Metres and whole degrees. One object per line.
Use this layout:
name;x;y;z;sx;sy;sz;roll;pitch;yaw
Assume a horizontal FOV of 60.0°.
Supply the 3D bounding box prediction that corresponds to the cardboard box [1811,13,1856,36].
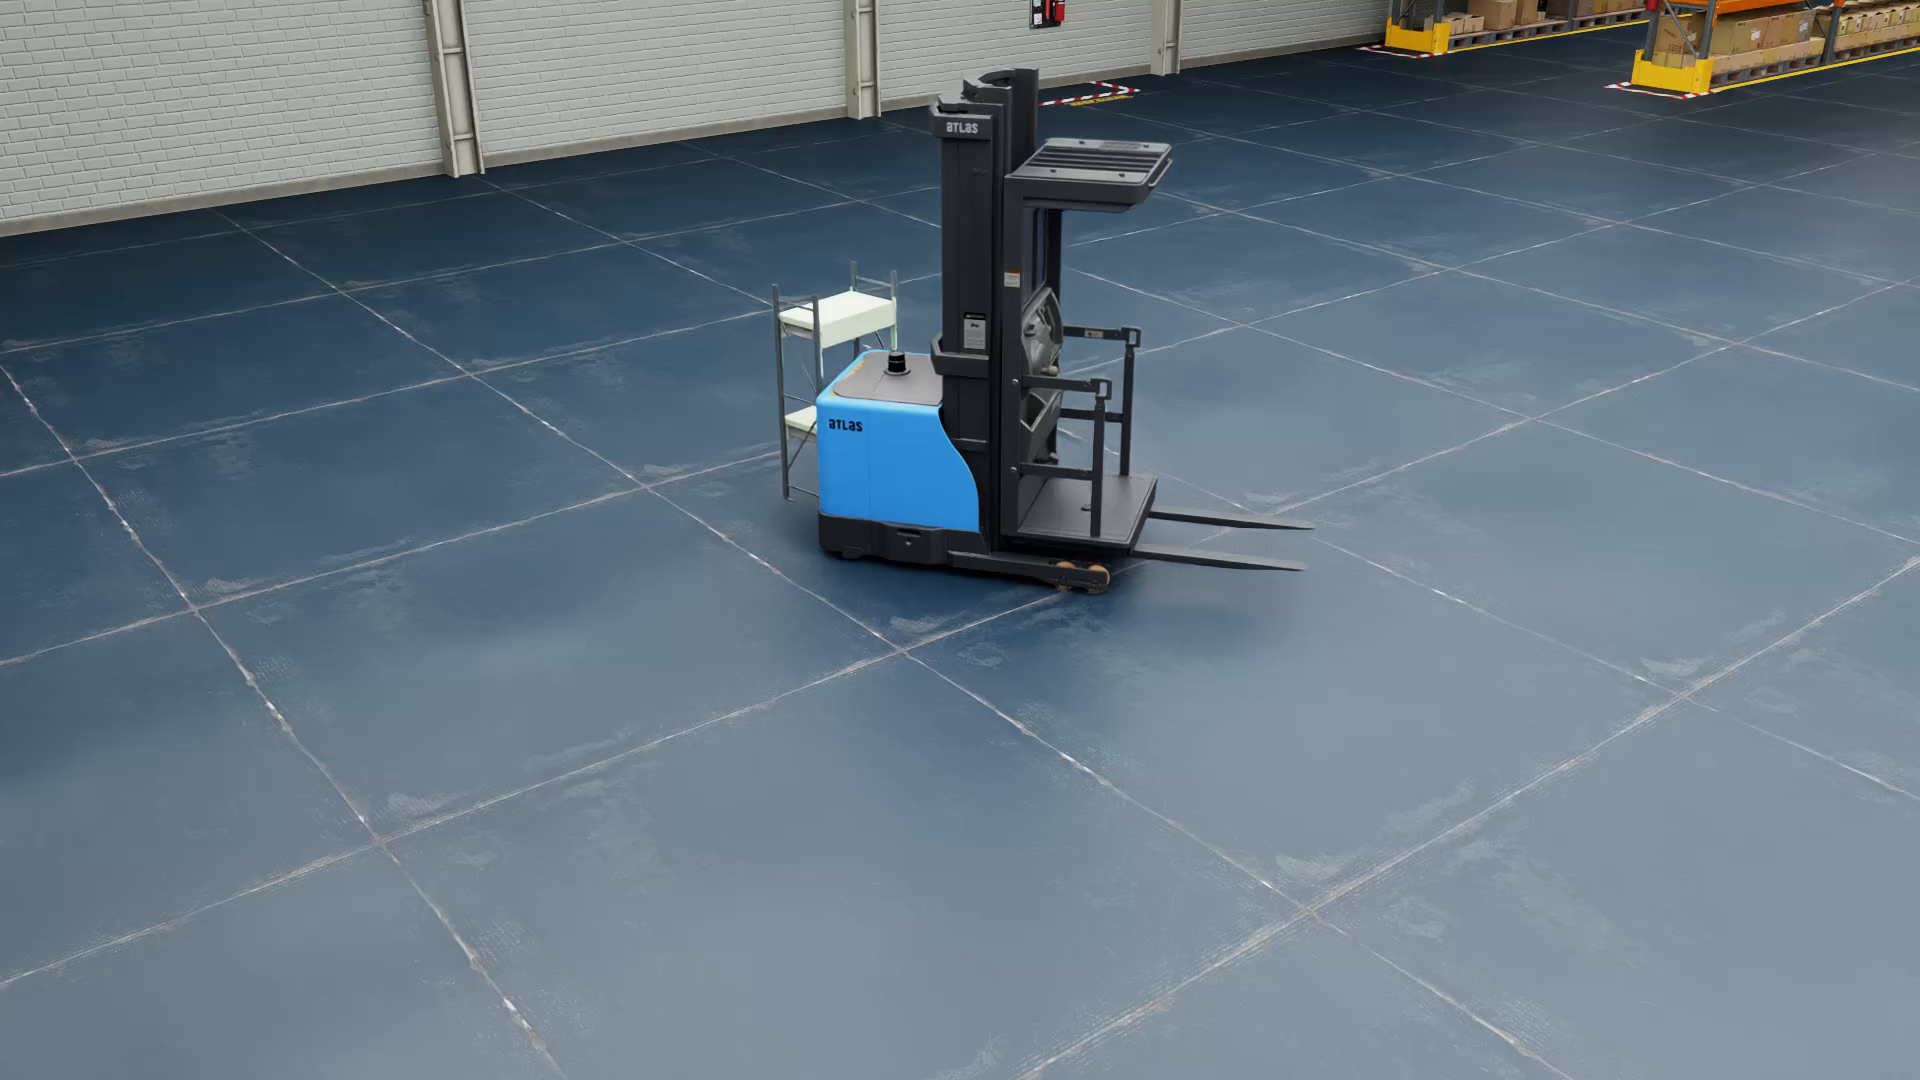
cardboard box;14.734;-8.708;28.052;0.500;0.311;0.500;-18;30;-34

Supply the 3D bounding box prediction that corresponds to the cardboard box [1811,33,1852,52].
cardboard box;14.725;-8.452;28.165;0.500;0.250;0.500;-19;31;-35

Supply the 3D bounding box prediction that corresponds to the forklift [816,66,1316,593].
forklift;0.682;-1.255;9.973;3.031;2.935;1.130;7;26;14

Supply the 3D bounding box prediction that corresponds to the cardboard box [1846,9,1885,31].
cardboard box;15.537;-8.971;28.619;0.500;0.311;0.500;-19;31;-36

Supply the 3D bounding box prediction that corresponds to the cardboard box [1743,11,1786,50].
cardboard box;12.848;-8.184;26.699;0.500;0.500;0.500;-18;31;-34

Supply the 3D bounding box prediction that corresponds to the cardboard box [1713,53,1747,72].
cardboard box;12.057;-7.587;26.301;0.500;0.250;0.500;-18;31;-34

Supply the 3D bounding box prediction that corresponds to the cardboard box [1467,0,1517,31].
cardboard box;9.704;-9.624;30.371;0.500;0.500;0.700;-21;32;-37

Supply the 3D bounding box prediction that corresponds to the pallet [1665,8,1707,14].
pallet;15.010;-11.080;34.373;1.213;0.211;1.003;-18;31;-34

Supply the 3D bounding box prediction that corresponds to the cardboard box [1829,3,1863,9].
cardboard box;15.594;-9.279;29.282;0.500;0.311;0.500;-19;31;-35

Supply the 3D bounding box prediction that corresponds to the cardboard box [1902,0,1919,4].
cardboard box;17.142;-9.505;29.768;0.500;0.311;0.500;-17;30;-33

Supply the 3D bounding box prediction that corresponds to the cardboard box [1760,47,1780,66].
cardboard box;12.848;-7.845;26.857;0.500;0.250;0.500;-18;31;-34

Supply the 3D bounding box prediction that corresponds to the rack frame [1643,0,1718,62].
rack frame;11.107;-8.447;25.387;0.127;3.000;1.000;-18;31;-34

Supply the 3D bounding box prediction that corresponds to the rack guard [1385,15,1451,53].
rack guard;8.107;-8.973;29.490;0.348;0.500;1.175;-18;31;-34

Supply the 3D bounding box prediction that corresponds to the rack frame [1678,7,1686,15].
rack frame;14.343;-12.165;33.399;0.127;3.000;1.000;-18;31;-34

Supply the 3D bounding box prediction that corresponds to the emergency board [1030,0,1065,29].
emergency board;1.375;-8.367;25.216;0.643;1.169;0.194;-18;31;-34

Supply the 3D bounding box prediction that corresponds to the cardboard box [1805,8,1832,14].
cardboard box;14.802;-9.021;28.725;0.500;0.311;0.500;-17;30;-33

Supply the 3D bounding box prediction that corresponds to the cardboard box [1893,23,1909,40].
cardboard box;16.338;-8.986;29.316;0.500;0.250;0.500;-17;30;-33

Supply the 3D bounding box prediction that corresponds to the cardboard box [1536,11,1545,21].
cardboard box;10.792;-9.891;31.343;0.380;0.166;0.250;22;33;39

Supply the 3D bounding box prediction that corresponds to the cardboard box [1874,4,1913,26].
cardboard box;16.338;-9.237;29.192;0.500;0.311;0.500;-18;31;-34

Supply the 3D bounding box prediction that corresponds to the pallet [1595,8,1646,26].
pallet;12.767;-10.382;32.870;1.213;0.211;1.003;-18;31;-34

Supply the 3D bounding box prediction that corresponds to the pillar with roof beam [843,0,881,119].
pillar with roof beam;1.278;-8.733;18.878;0.400;9.000;9.100;-18;31;-34

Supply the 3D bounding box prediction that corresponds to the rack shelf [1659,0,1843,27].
rack shelf;12.681;-8.640;26.658;4.000;0.370;1.077;-18;31;-34

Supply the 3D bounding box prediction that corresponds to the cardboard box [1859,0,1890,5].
cardboard box;16.401;-9.544;29.854;0.500;0.311;0.500;-19;31;-35

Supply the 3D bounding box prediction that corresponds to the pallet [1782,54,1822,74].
pallet;13.603;-8.028;27.798;1.213;0.211;1.003;-18;31;-34

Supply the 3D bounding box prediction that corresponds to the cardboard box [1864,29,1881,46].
cardboard box;15.534;-8.720;28.742;0.500;0.250;0.500;-19;31;-36

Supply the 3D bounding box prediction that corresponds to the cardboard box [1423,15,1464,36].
cardboard box;8.647;-9.217;29.717;0.500;0.311;0.500;-23;33;-40

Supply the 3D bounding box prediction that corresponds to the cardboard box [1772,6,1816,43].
cardboard box;13.624;-8.450;27.271;0.500;0.500;0.500;-18;31;-34

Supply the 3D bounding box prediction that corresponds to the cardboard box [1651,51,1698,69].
cardboard box;11.347;-7.627;26.388;0.500;0.250;0.500;-18;31;-34

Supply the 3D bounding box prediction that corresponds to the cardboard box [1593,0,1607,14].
cardboard box;12.140;-10.539;32.342;0.500;0.500;0.700;-19;31;-35

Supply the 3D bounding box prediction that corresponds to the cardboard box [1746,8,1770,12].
cardboard box;12.910;-8.493;27.363;0.500;0.500;0.500;-18;31;-34

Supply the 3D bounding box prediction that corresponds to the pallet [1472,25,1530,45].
pallet;9.728;-9.356;30.659;1.213;0.211;1.003;-18;31;-34

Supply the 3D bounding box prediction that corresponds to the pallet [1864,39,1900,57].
pallet;15.771;-8.744;29.340;1.213;0.211;1.003;-18;31;-34

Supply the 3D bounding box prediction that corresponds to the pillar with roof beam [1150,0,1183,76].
pillar with roof beam;5.999;-10.292;22.236;0.400;9.000;9.100;-18;31;-34

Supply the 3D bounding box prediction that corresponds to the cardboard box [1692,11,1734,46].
cardboard box;12.123;-8.233;26.802;0.500;0.500;0.500;-18;31;-34

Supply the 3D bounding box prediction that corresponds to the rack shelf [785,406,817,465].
rack shelf;-0.811;-0.736;11.325;0.431;0.370;0.720;19;31;36

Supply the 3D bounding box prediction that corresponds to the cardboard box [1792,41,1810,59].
cardboard box;13.625;-8.110;27.428;0.500;0.250;0.500;-18;31;-34

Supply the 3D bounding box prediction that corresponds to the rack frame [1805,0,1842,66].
rack frame;14.255;-9.486;27.626;0.127;3.000;1.000;-18;31;-34

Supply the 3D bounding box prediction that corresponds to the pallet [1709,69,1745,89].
pallet;11.683;-7.394;26.432;1.213;0.211;1.003;-18;31;-34

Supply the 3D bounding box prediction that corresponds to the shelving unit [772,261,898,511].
shelving unit;-0.813;-1.032;11.189;0.431;1.500;0.755;19;31;36

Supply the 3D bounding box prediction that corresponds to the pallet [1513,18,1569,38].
pallet;10.688;-9.675;31.346;1.213;0.211;1.003;-18;31;-34

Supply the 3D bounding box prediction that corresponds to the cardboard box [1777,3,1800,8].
cardboard box;13.697;-8.752;27.922;0.500;0.500;0.500;-18;31;-34

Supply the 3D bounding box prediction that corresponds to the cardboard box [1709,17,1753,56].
cardboard box;12.059;-7.926;26.142;0.500;0.500;0.500;-18;31;-34

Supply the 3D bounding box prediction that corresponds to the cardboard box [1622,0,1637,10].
cardboard box;12.958;-10.793;32.888;0.500;0.500;0.700;-18;31;-34

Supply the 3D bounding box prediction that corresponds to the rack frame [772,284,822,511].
rack frame;-1.051;-0.915;10.937;0.400;1.500;0.023;19;31;36
